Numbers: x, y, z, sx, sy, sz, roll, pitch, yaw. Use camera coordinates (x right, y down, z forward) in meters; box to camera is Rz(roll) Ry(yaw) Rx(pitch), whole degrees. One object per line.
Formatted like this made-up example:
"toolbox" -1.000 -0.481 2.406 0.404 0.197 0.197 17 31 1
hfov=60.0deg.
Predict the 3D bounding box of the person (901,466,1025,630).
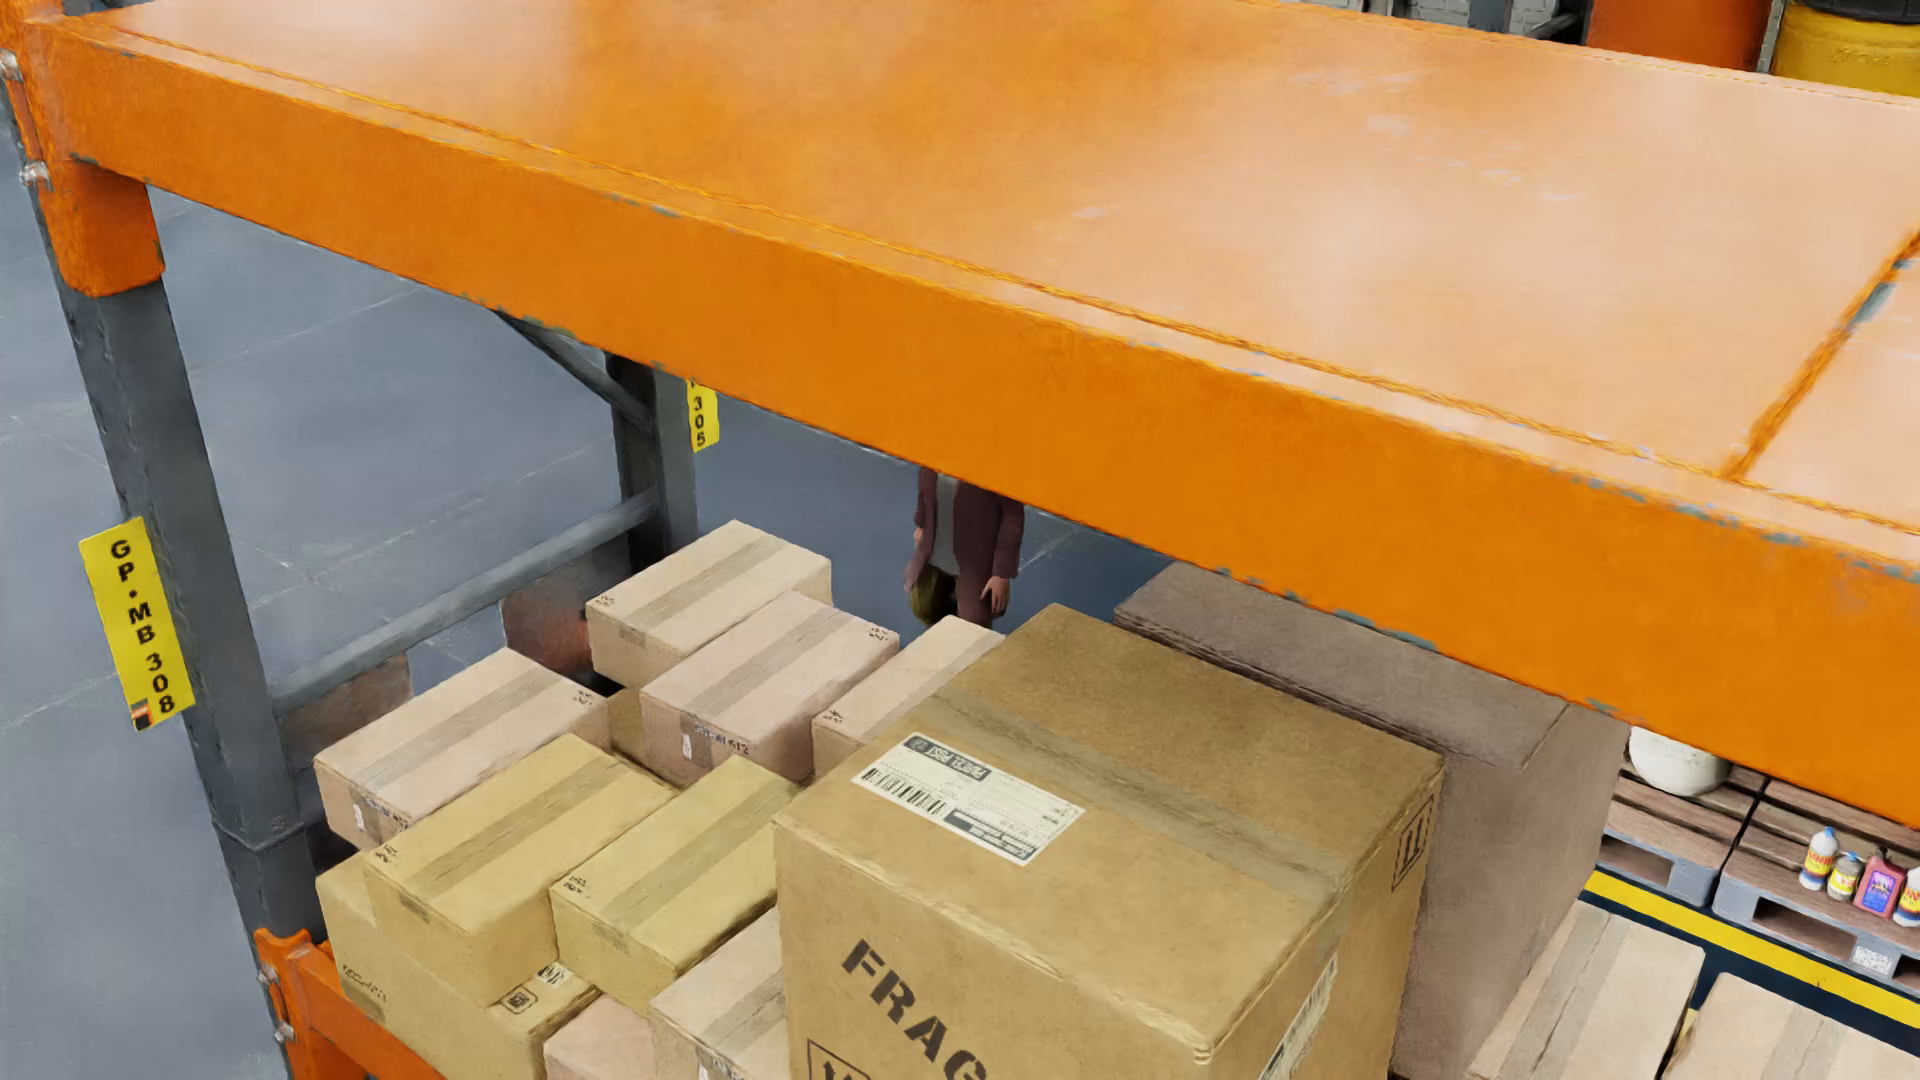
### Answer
"person" 0.004 0.020 7.611 0.787 1.775 0.662 22 37 33
